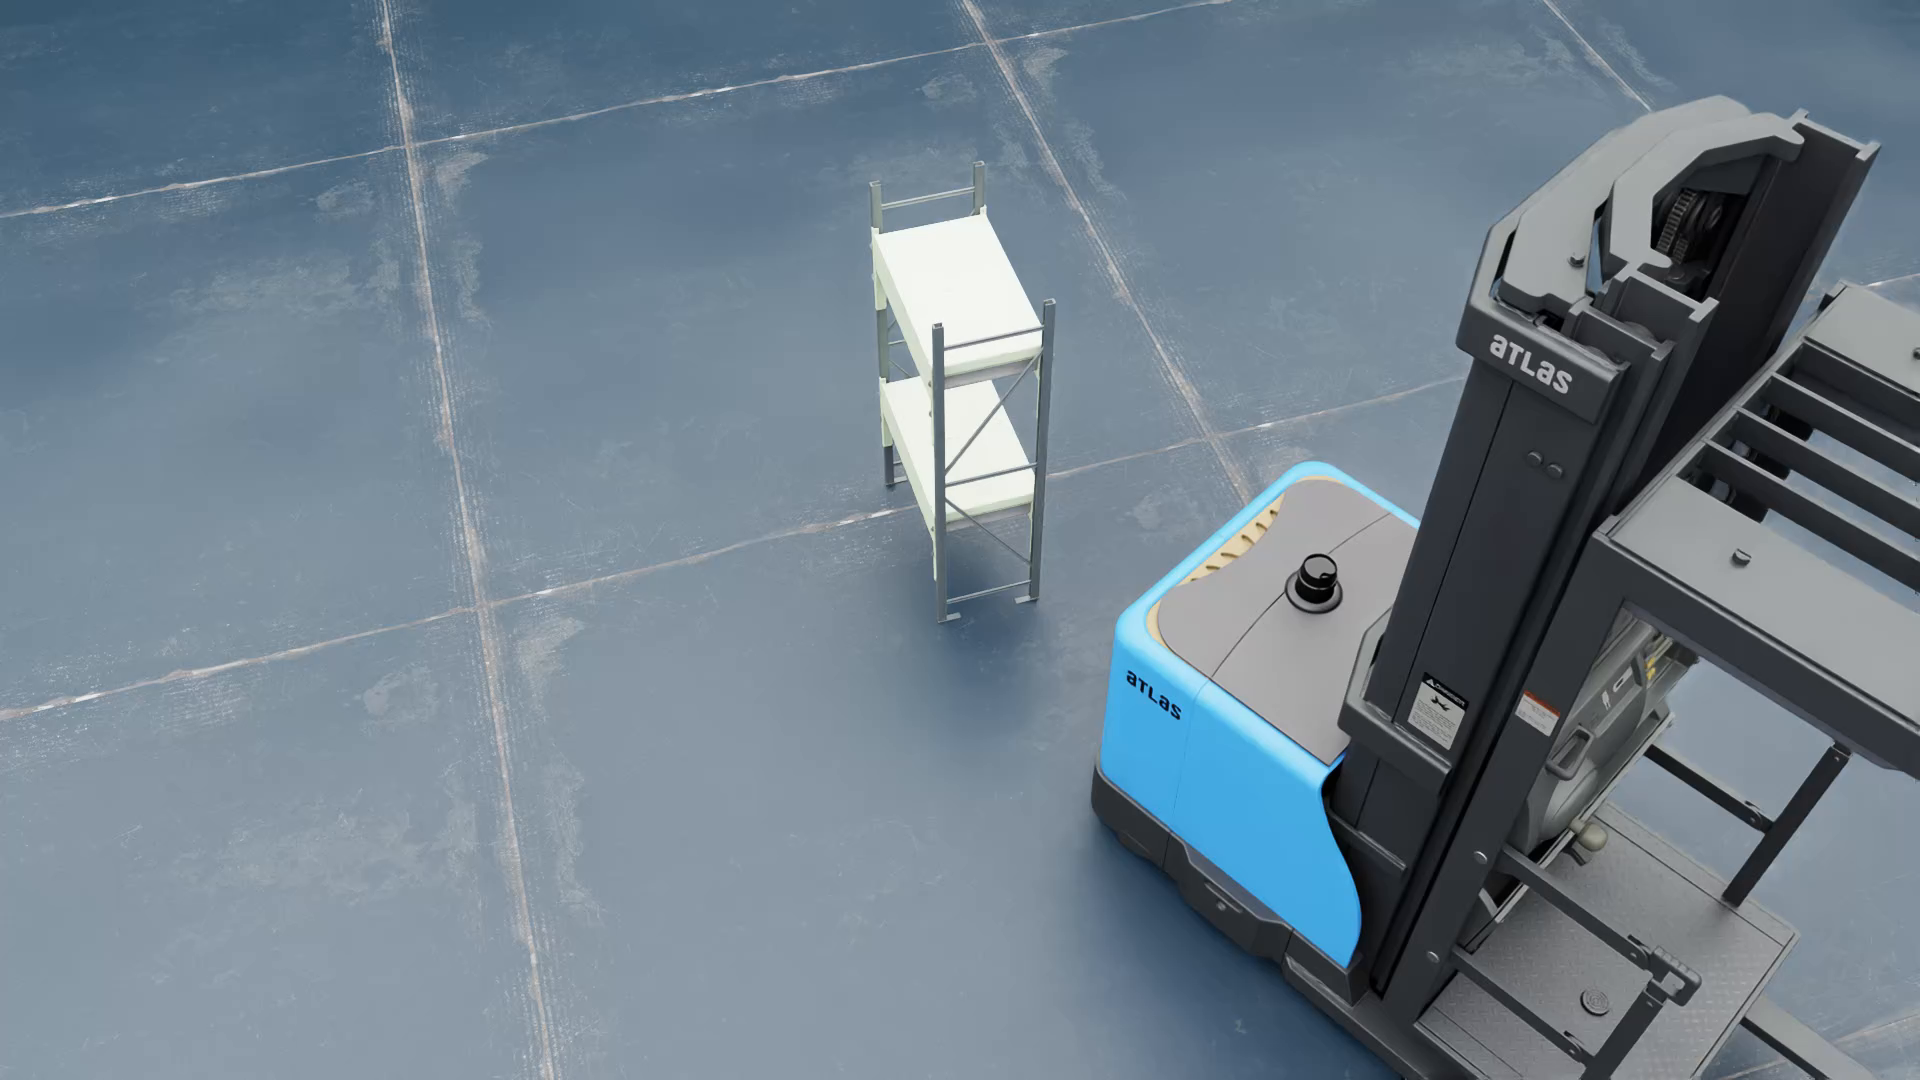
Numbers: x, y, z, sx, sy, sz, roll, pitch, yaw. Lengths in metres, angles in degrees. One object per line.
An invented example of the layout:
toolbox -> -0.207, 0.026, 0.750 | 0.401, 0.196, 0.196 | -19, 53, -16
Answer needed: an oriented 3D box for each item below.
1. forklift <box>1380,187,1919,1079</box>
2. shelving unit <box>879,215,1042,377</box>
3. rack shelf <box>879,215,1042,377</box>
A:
forklift -> 2.155, 0.817, 4.063 | 2.170, 2.733, 1.118 | 37, 59, 27
shelving unit -> -0.002, -0.826, 5.570 | 0.368, 0.052, 0.686 | -13, 51, -11
rack shelf -> -0.002, -0.826, 5.570 | 0.368, 0.052, 0.686 | -13, 51, -11
